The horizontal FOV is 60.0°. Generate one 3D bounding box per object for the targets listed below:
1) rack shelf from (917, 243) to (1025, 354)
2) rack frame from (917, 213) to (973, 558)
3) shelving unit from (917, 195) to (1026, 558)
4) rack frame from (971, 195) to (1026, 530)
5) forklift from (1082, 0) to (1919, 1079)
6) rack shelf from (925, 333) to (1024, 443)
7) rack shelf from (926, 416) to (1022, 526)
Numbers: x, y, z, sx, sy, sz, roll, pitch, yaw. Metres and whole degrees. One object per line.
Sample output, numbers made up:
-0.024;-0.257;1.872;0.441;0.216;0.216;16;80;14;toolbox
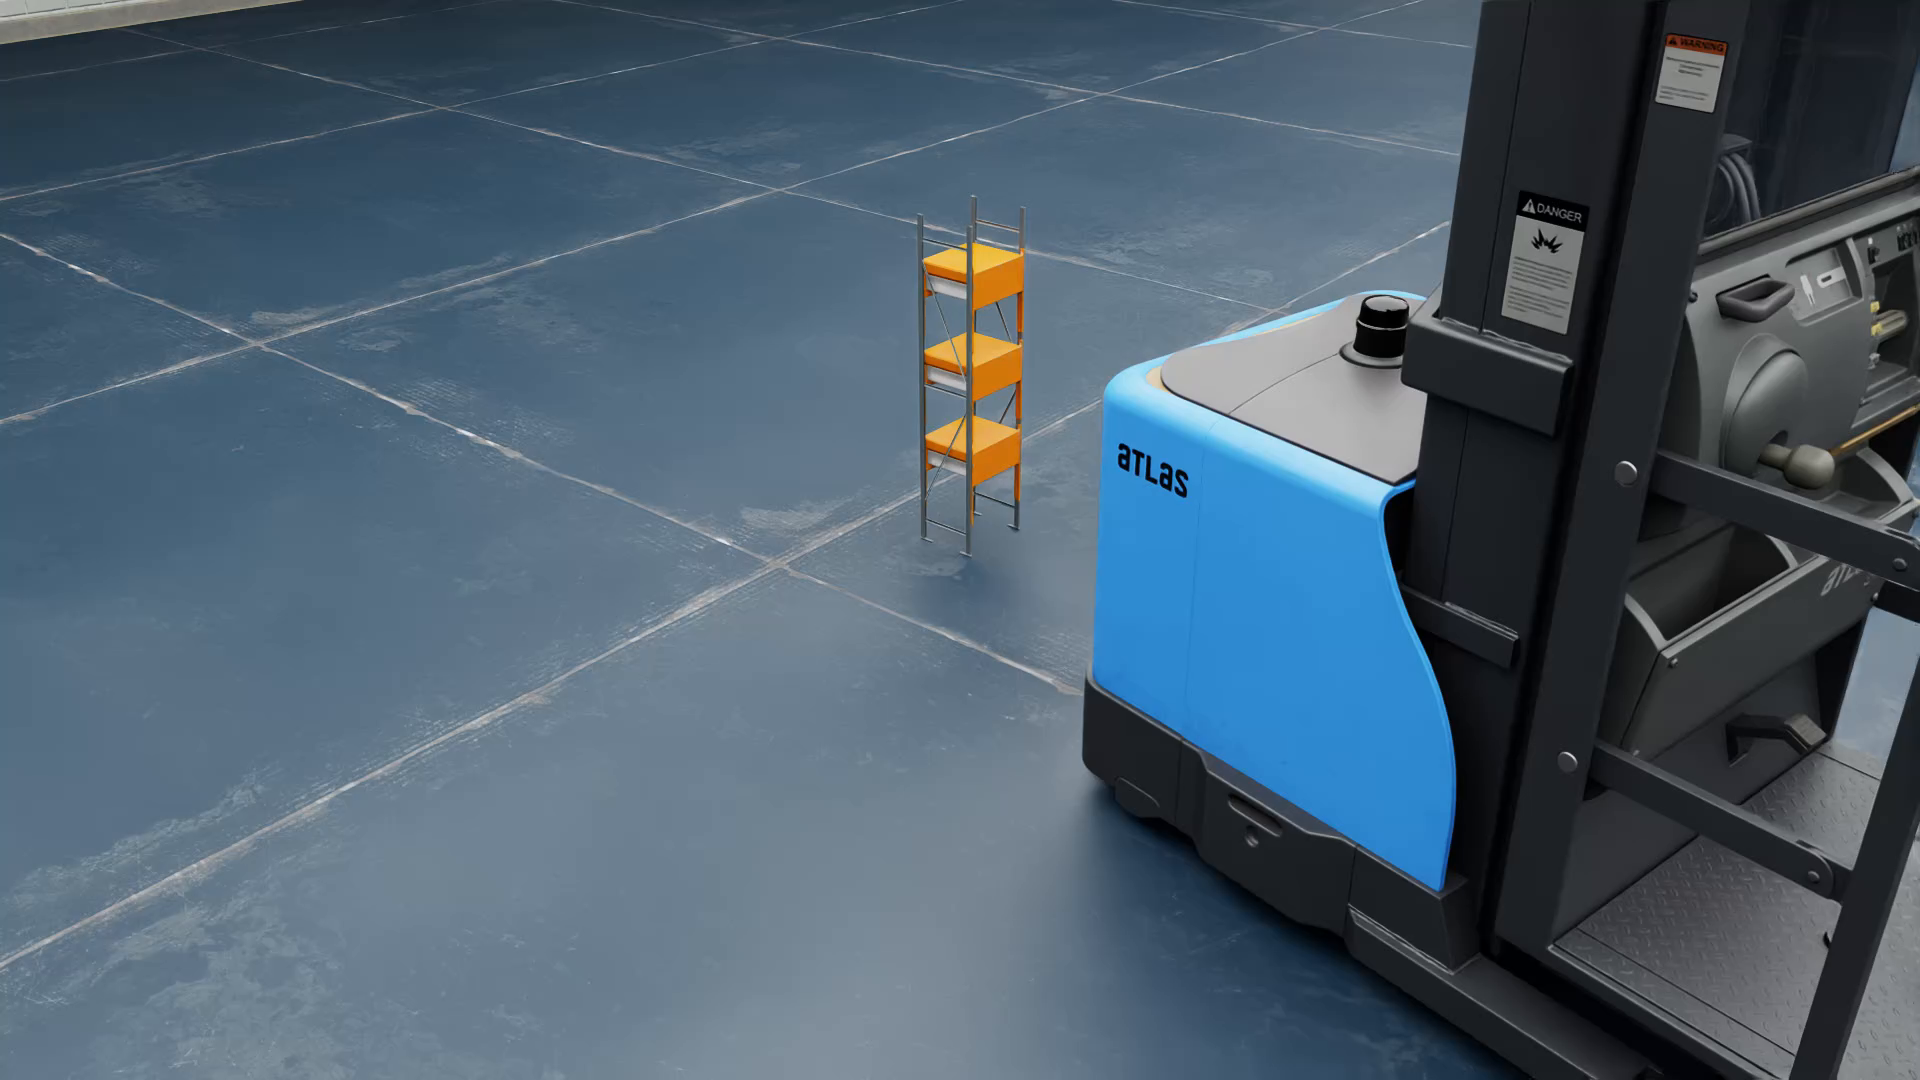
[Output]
0.034;-0.728;4.920;0.215;0.259;0.240;21;34;34;rack shelf
-0.044;-0.442;4.962;0.200;1.050;0.008;21;34;34;rack frame
0.034;-0.485;5.045;0.215;1.050;0.252;21;34;34;shelving unit
0.112;-0.529;5.129;0.200;1.050;0.008;21;34;34;rack frame
1.615;-0.324;2.686;1.130;2.935;3.031;-20;34;-34;forklift
0.034;-0.476;5.050;0.215;0.259;0.240;21;34;34;rack shelf
0.034;-0.229;5.178;0.215;0.259;0.240;21;34;34;rack shelf
